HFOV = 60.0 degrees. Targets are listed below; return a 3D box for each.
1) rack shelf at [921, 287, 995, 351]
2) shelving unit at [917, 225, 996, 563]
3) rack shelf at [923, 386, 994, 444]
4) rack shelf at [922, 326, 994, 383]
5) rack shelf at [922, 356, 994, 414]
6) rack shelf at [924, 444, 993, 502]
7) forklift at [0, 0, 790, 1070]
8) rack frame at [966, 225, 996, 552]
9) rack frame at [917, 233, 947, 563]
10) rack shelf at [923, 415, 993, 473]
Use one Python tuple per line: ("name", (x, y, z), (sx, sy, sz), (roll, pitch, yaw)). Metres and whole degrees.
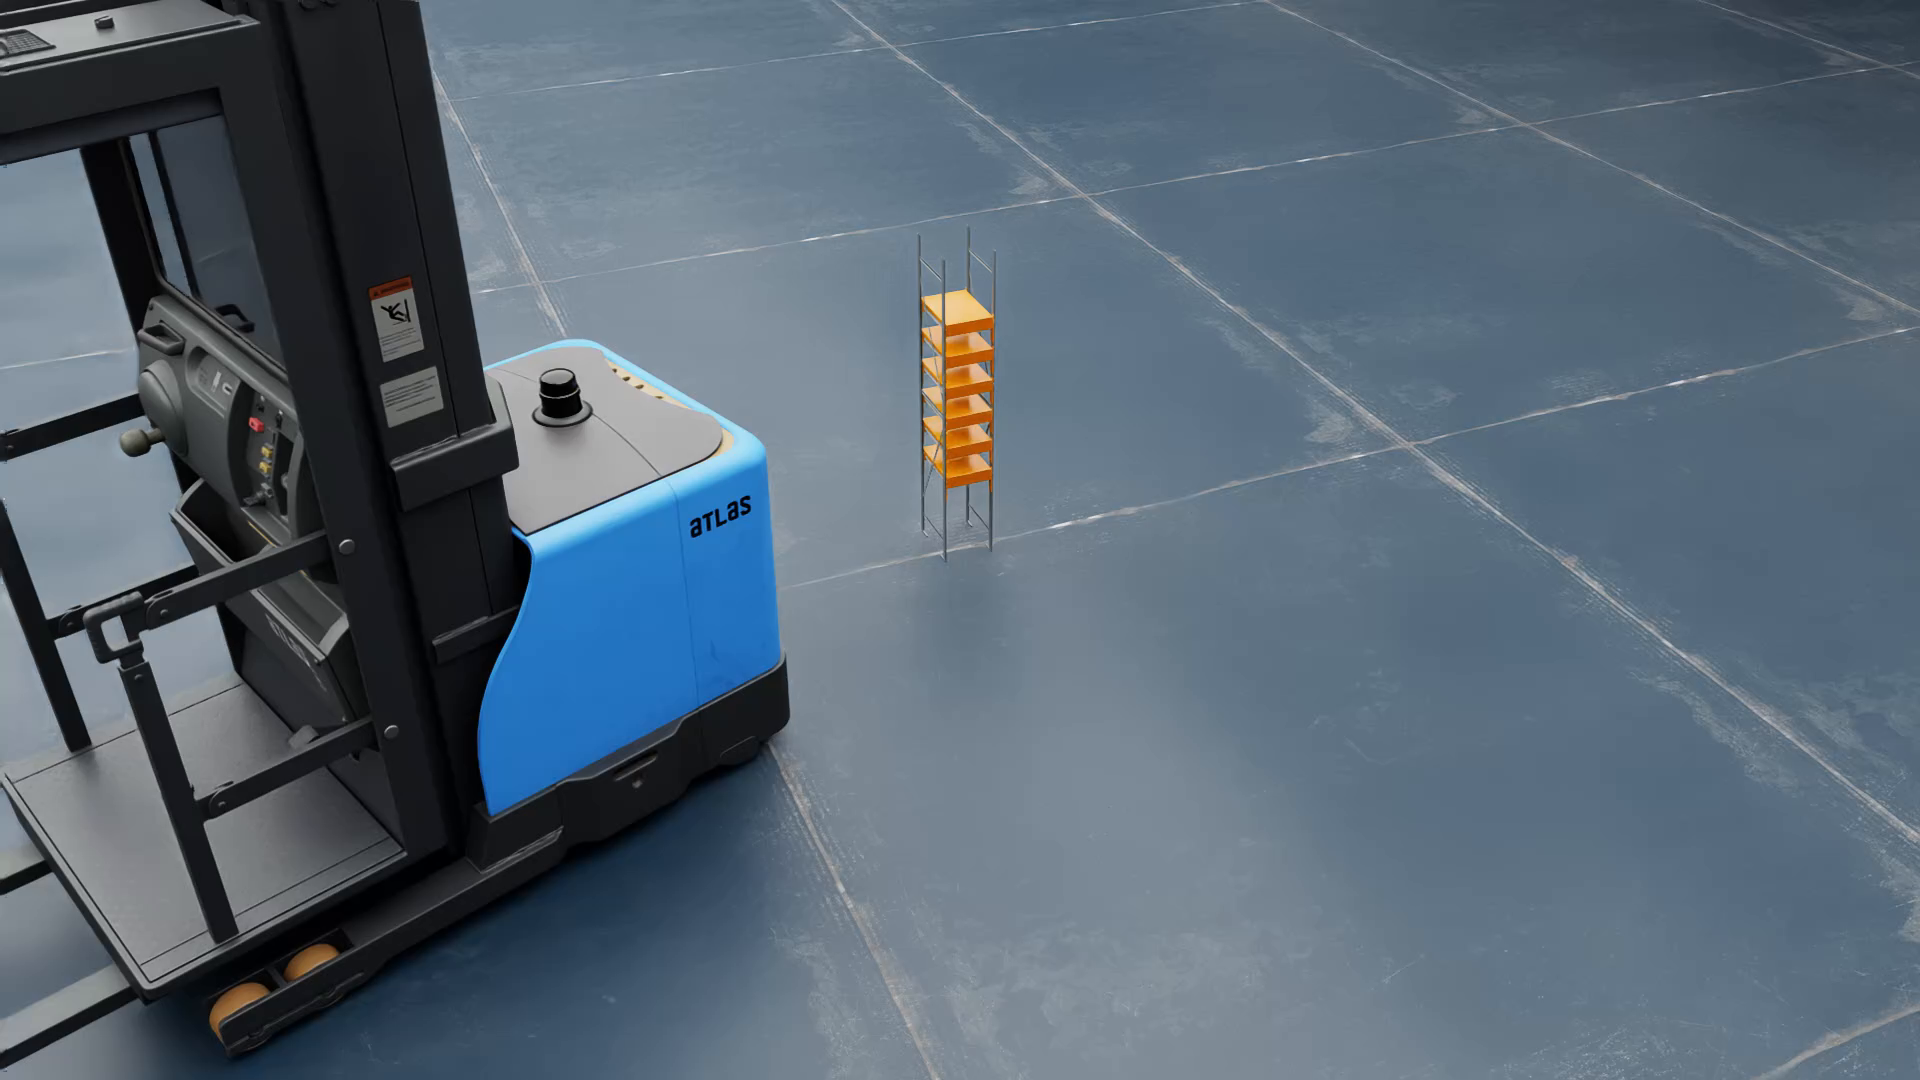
("rack shelf", (-0.013, -0.764, 5.746), (0.180, 0.103, 0.258), (-13, 35, -19))
("shelving unit", (-0.013, -0.500, 5.918), (0.189, 1.200, 0.258), (-13, 35, -19))
("rack shelf", (-0.013, -0.463, 5.942), (0.180, 0.103, 0.258), (-13, 35, -19))
("rack shelf", (-0.013, -0.664, 5.811), (0.180, 0.103, 0.258), (-13, 35, -19))
("rack shelf", (-0.013, -0.563, 5.877), (0.180, 0.103, 0.258), (-13, 35, -19))
("rack shelf", (-0.013, -0.261, 6.073), (0.180, 0.103, 0.258), (-13, 35, -19))
("forklift", (-1.955, -0.249, 3.945), (3.031, 2.935, 1.130), (-27, 42, -35))
("rack frame", (0.071, -0.519, 5.948), (0.006, 1.200, 0.240), (-13, 35, -19))
("rack frame", (-0.098, -0.481, 5.888), (0.006, 1.200, 0.240), (-13, 35, -19))
("rack shelf", (-0.013, -0.362, 6.008), (0.180, 0.103, 0.258), (-13, 35, -19))
